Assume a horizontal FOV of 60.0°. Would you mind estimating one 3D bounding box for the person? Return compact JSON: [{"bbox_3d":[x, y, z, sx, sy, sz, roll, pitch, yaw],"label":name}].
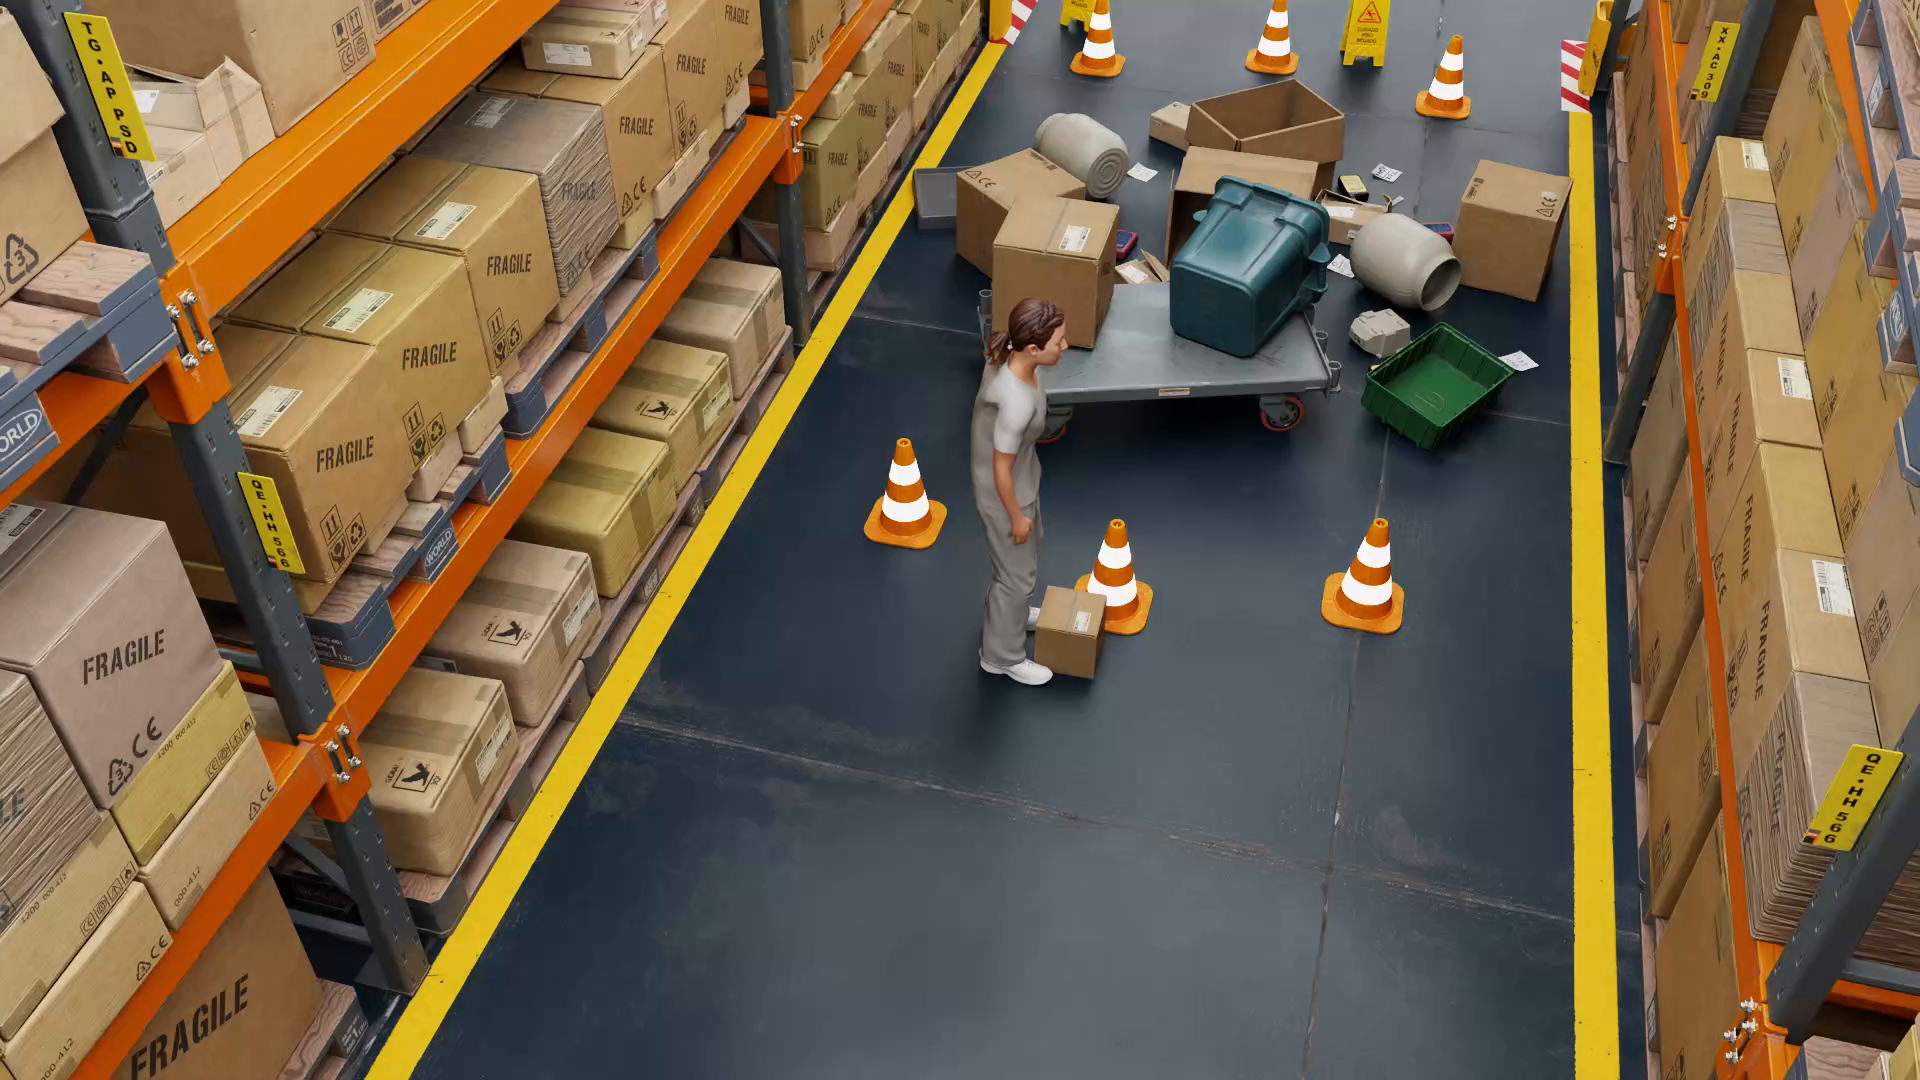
[{"bbox_3d":[0.220,-0.200,6.388,0.359,1.673,0.485,4,41,5],"label":"person"}]
